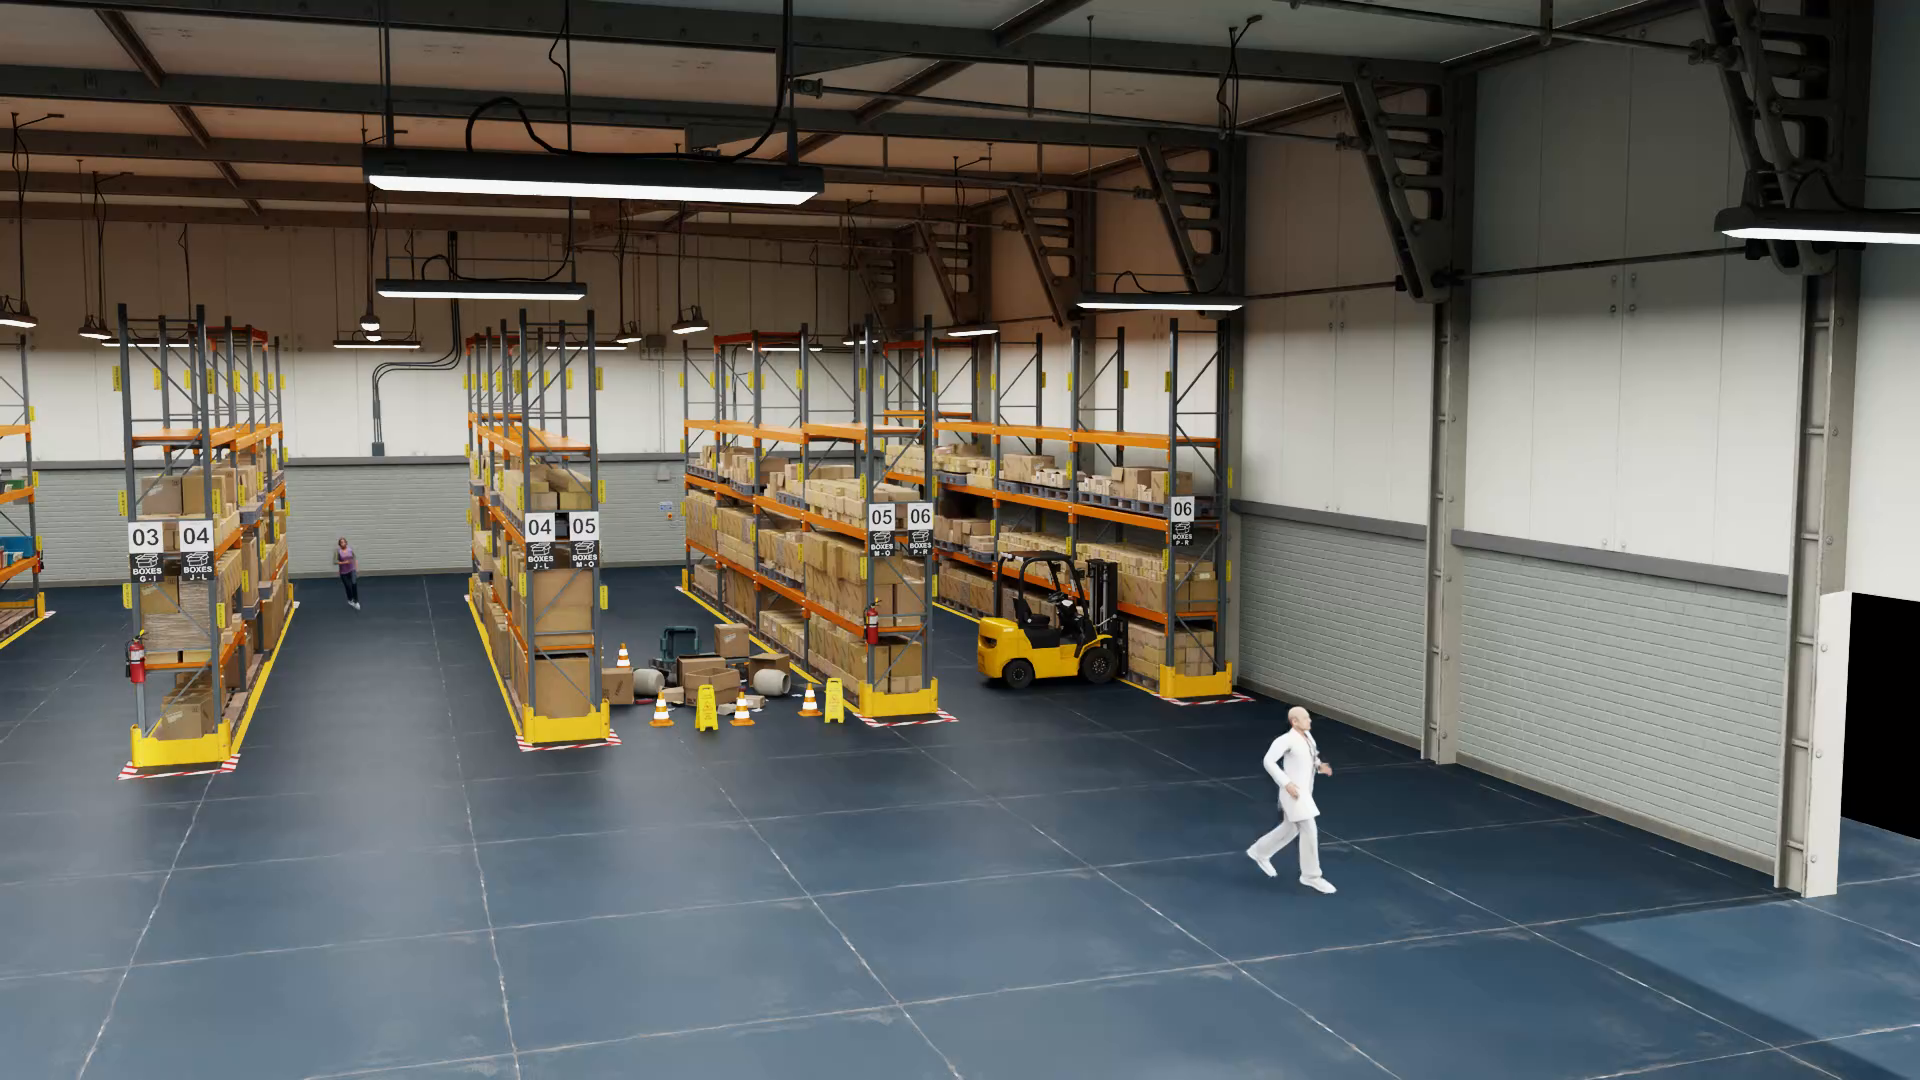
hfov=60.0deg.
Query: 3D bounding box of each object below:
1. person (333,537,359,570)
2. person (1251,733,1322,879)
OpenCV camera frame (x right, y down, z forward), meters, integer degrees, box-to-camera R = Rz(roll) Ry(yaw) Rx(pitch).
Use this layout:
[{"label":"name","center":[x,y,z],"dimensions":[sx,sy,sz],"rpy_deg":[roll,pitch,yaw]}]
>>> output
[{"label":"person","center":[-13.543,0.332,36.651],"dimensions":[0.537,0.762,0.485],"rpy_deg":[-3,6,-28]},{"label":"person","center":[3.254,2.588,16.519],"dimensions":[0.759,1.453,0.373],"rpy_deg":[3,6,29]}]
